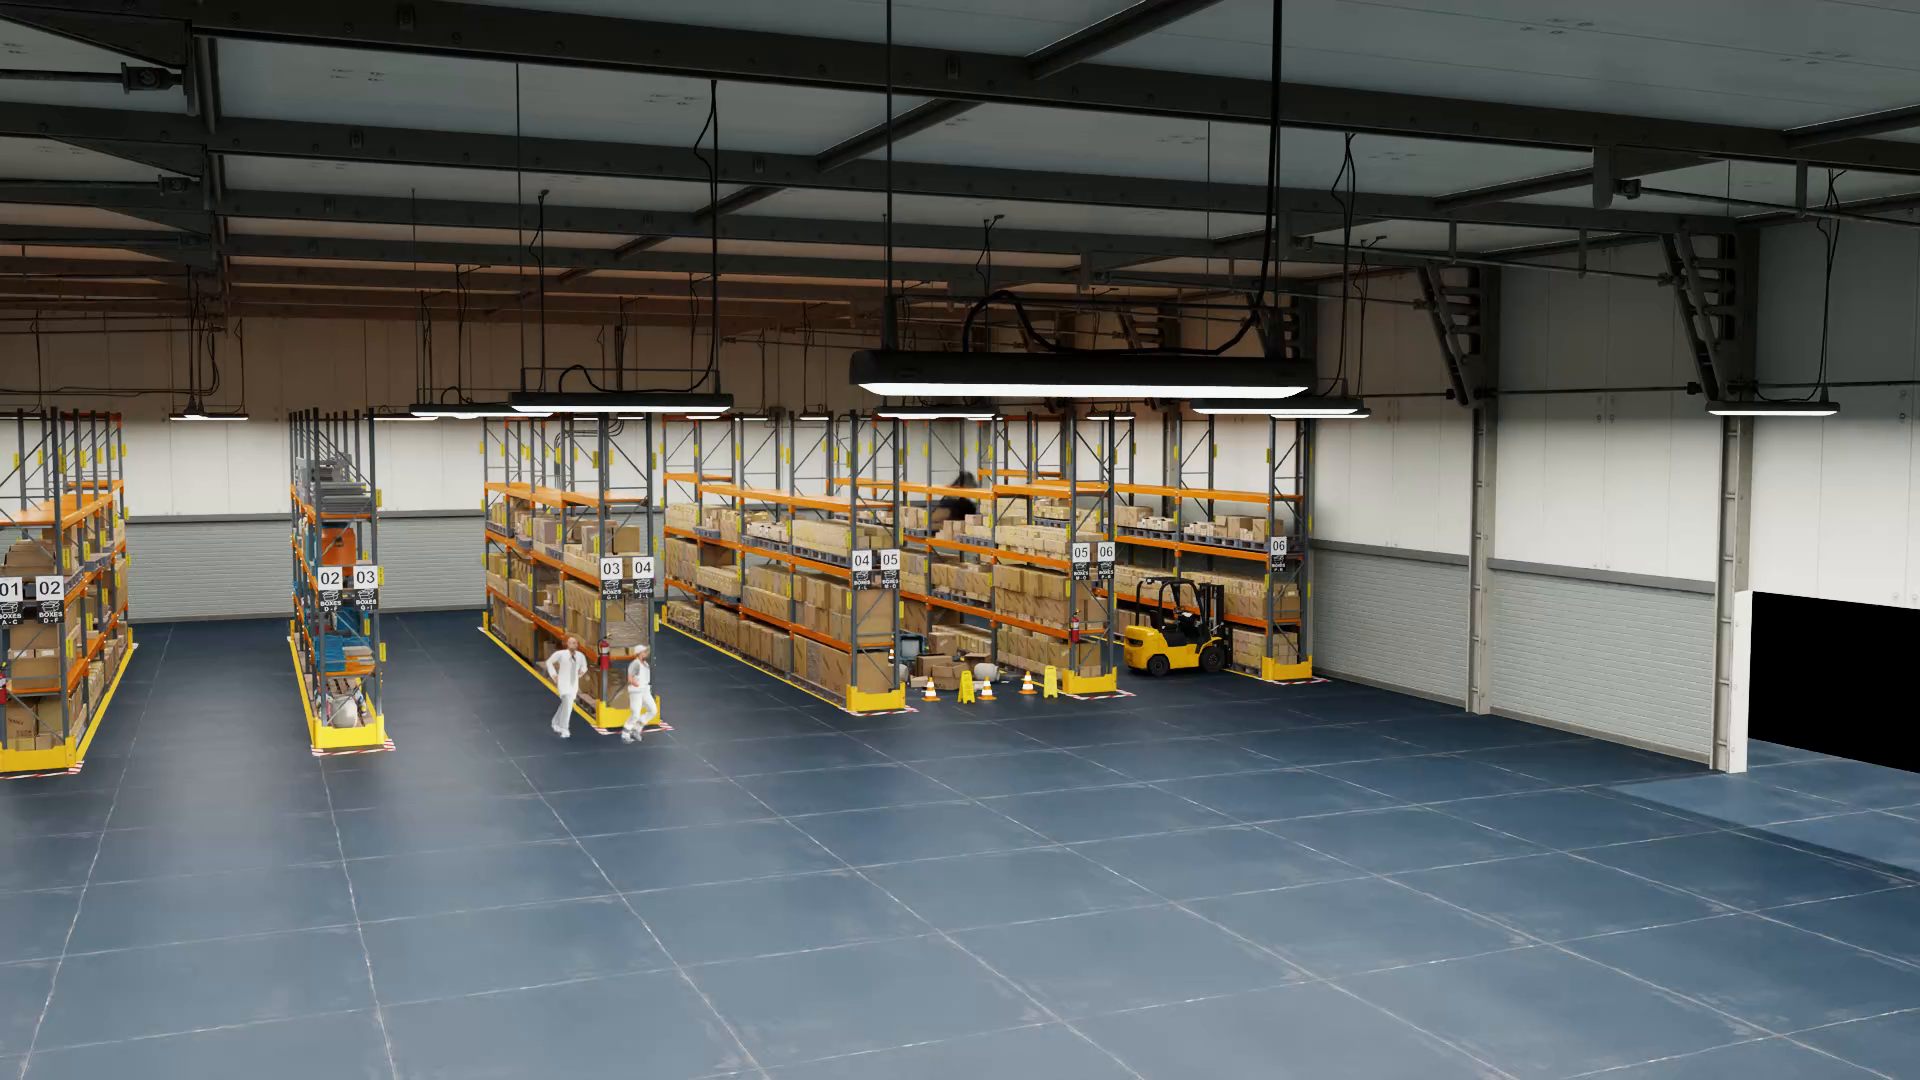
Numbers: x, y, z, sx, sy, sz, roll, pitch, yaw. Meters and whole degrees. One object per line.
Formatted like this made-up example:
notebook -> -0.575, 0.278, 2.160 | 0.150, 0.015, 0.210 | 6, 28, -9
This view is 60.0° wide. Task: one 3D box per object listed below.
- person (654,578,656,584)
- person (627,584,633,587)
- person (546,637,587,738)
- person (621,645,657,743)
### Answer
person -> -9.246, 1.486, 48.169 | 0.709, 1.716, 0.604 | 2, 5, 28
person -> -9.644, 1.553, 47.515 | 0.741, 1.693, 0.553 | 1, 4, 8
person -> -7.230, 2.707, 30.738 | 0.770, 1.819, 0.668 | 3, 5, 41
person -> -5.732, 2.747, 29.878 | 0.605, 1.729, 0.698 | 2, 4, 21
